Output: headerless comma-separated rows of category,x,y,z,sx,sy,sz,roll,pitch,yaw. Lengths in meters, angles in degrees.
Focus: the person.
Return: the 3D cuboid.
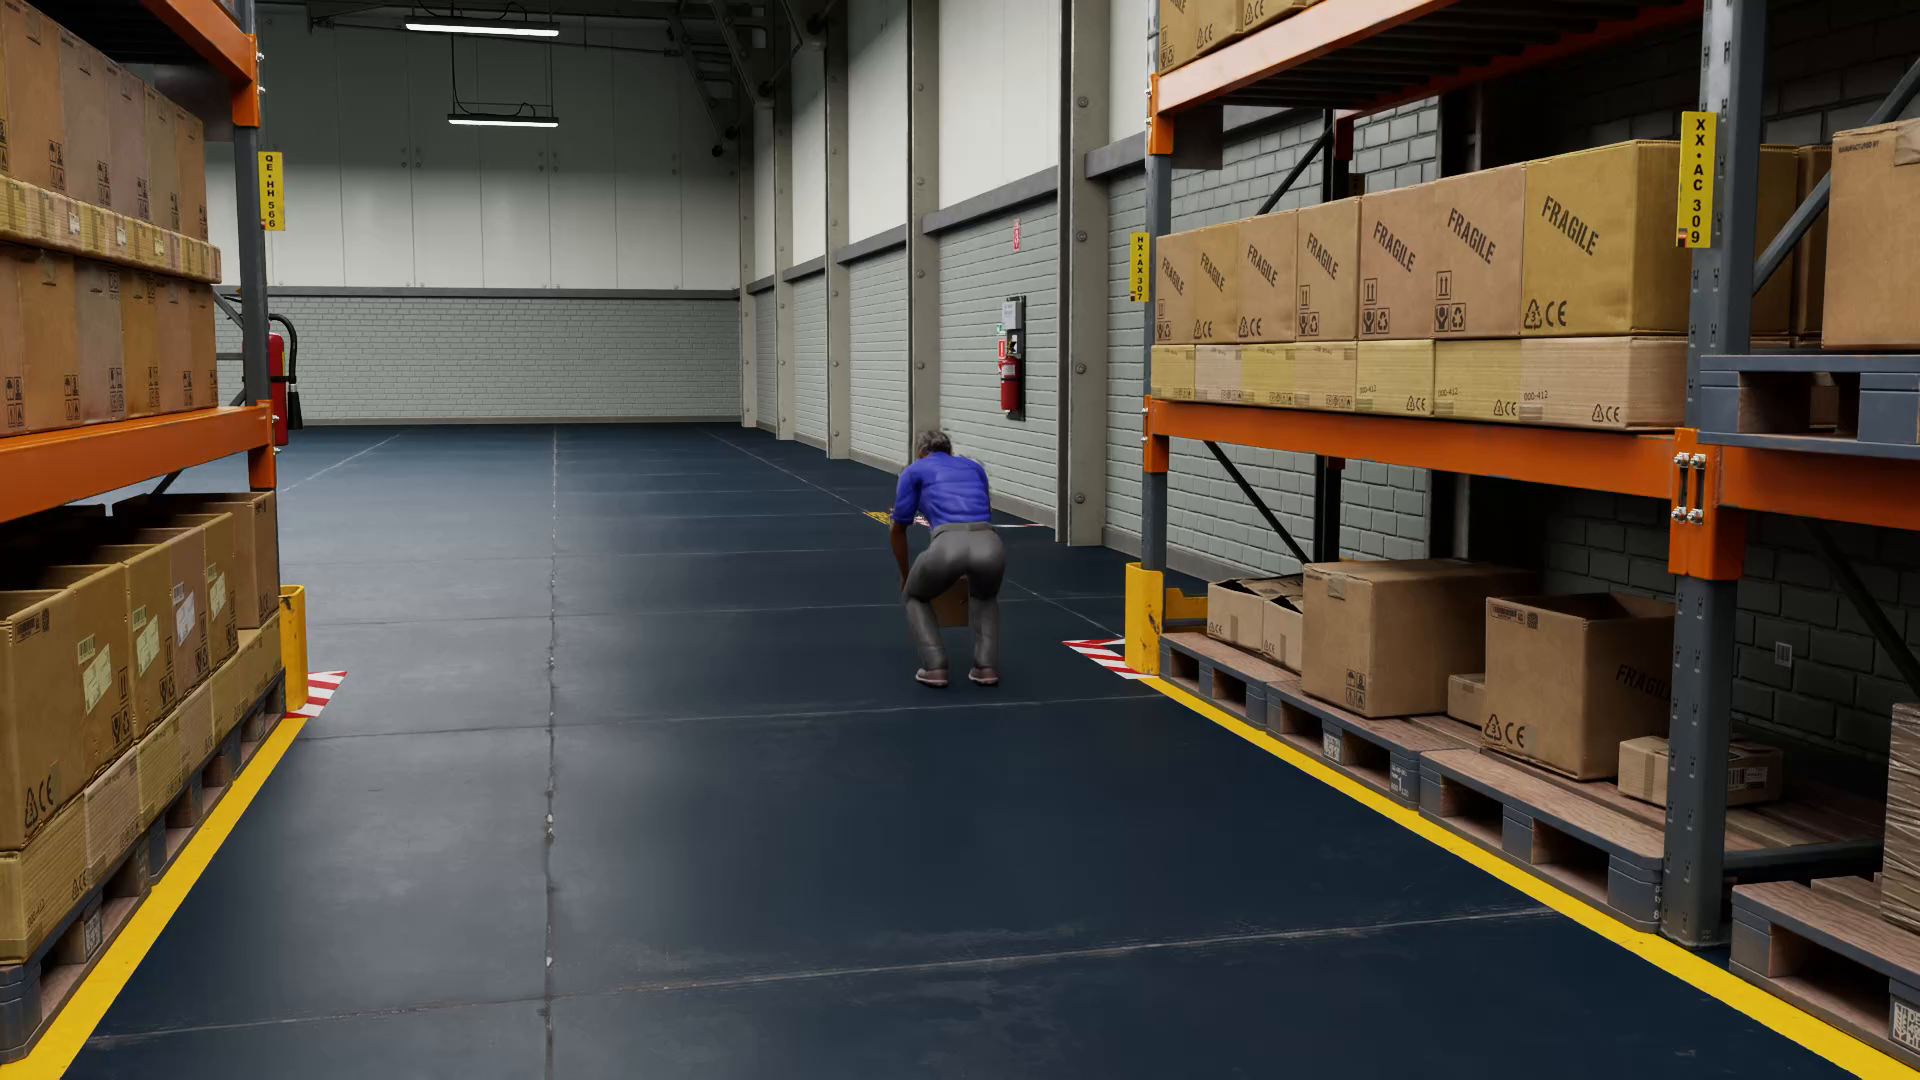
person,-0.058,0.081,7.756,0.500,1.168,0.726,-1,6,-11
